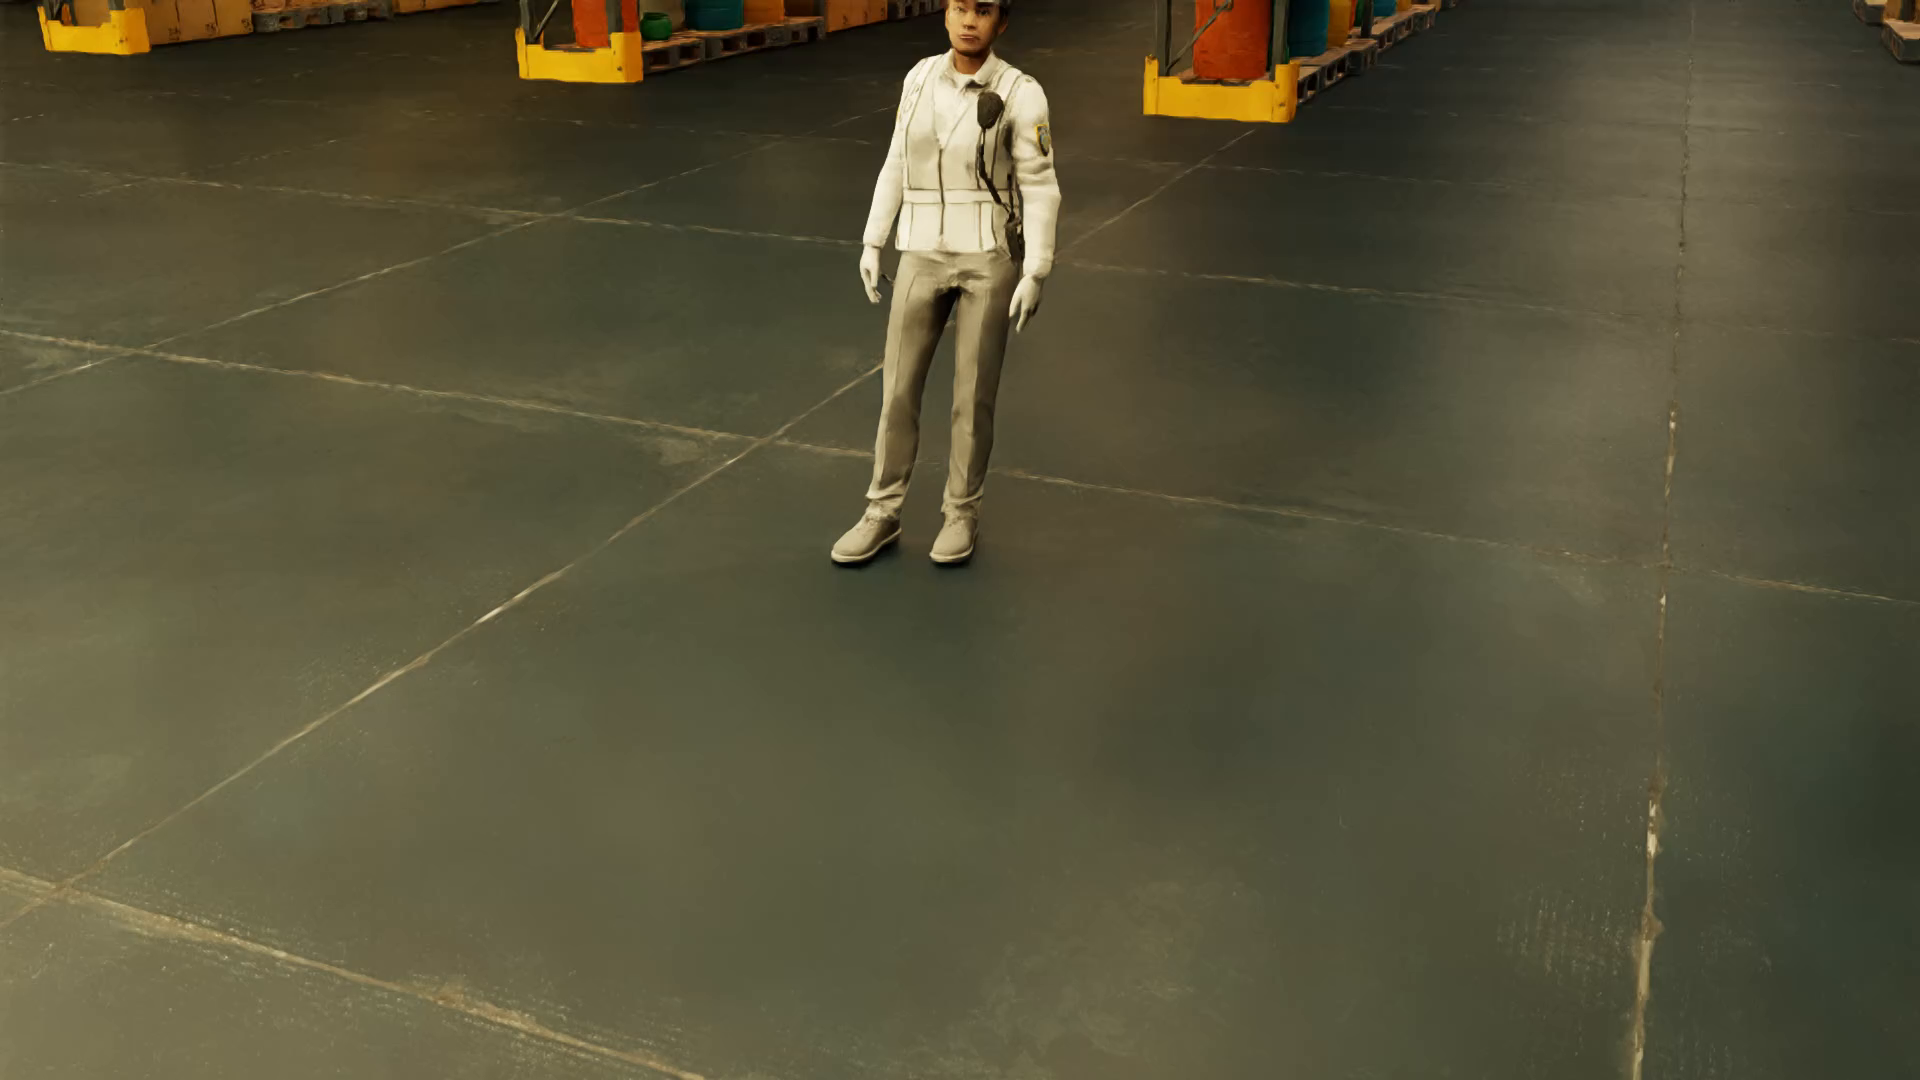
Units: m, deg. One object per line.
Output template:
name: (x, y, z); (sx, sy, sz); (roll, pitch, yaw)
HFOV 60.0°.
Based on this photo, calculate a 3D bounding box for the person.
person: (-0.032, -0.766, 4.708); (0.586, 1.695, 0.532); (9, 24, 21)
